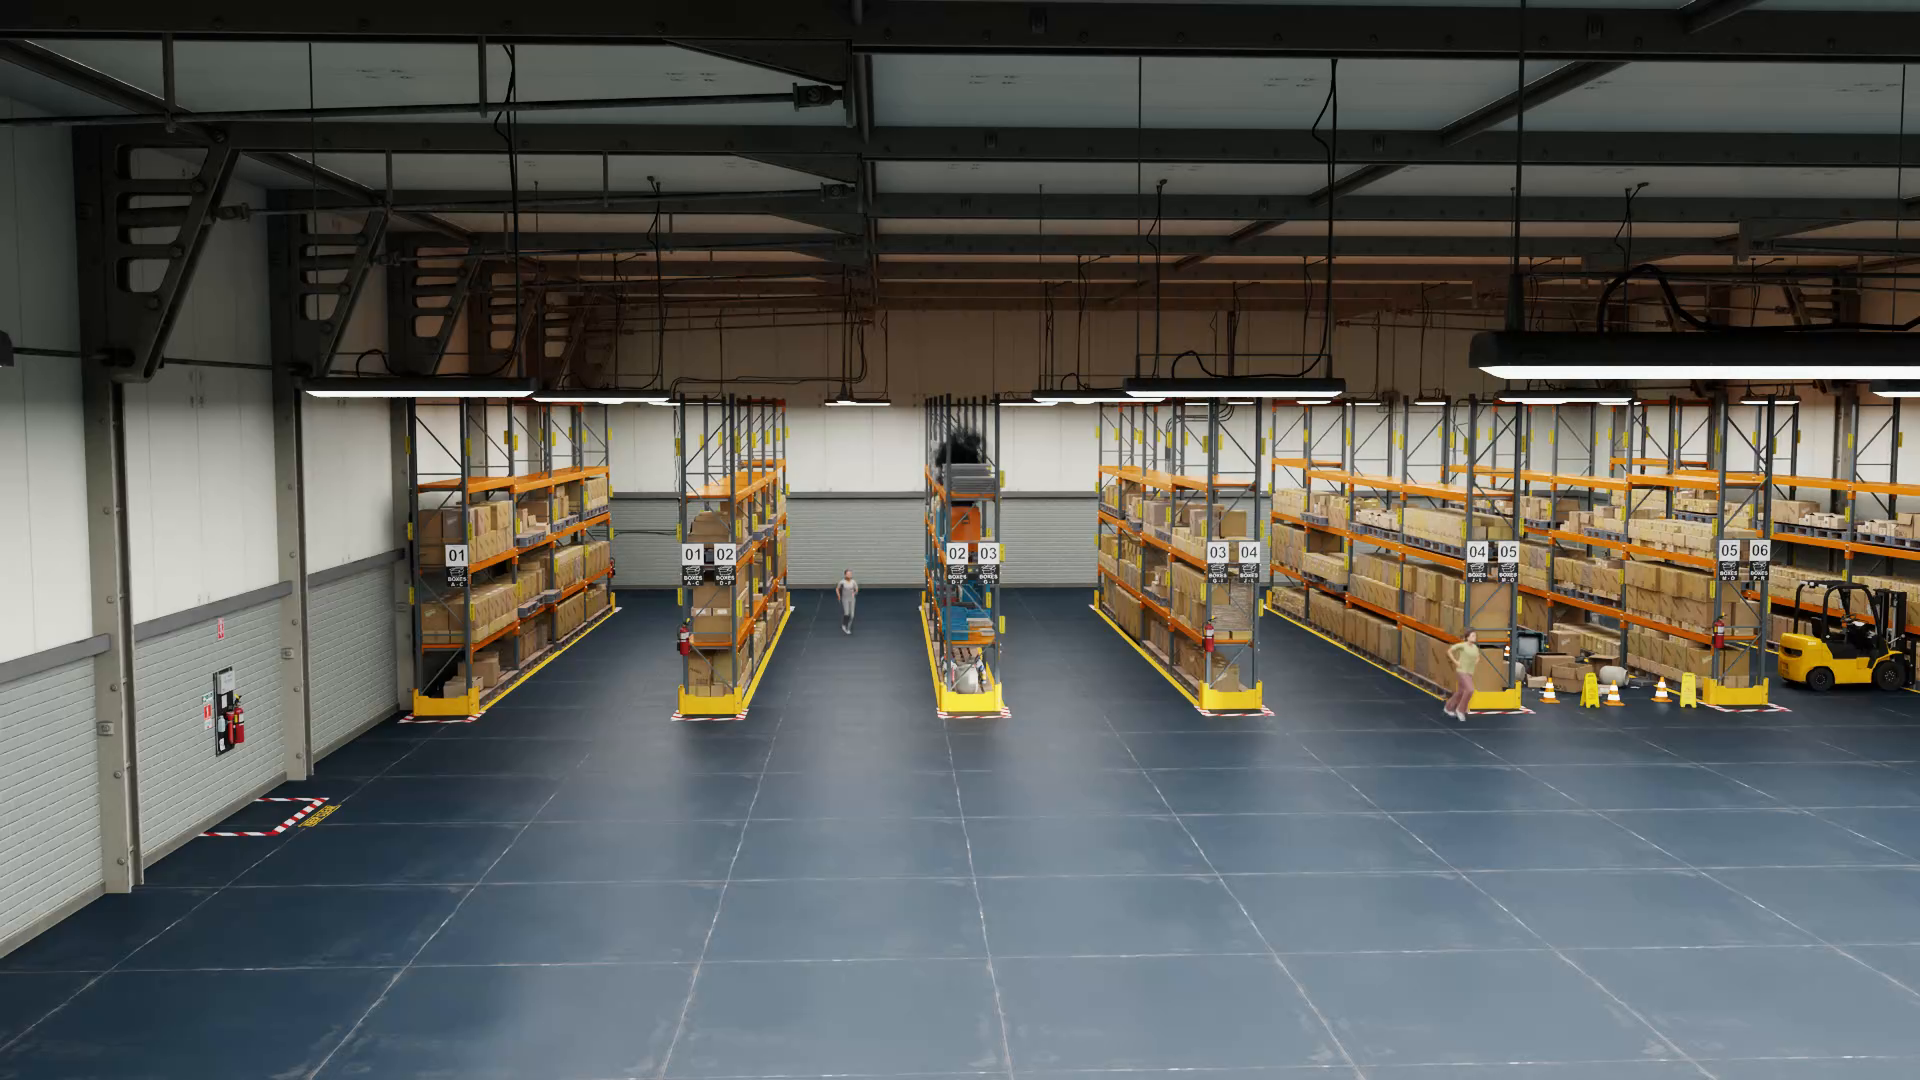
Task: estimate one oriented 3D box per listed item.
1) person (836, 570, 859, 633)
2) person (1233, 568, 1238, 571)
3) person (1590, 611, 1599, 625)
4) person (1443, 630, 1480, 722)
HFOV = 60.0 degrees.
[{"bbox_3d":[-2.834,1.567,42.214,0.550,1.629,0.565,-1,5,-17],"label":"person"},{"bbox_3d":[7.204,1.318,44.798,0.712,1.830,0.858,0,5,-2],"label":"person"},{"bbox_3d":[16.179,1.498,42.604,0.690,1.748,0.635,0,5,2],"label":"person"},{"bbox_3d":[9.303,2.484,30.692,0.565,1.695,0.682,-3,5,-33],"label":"person"}]
